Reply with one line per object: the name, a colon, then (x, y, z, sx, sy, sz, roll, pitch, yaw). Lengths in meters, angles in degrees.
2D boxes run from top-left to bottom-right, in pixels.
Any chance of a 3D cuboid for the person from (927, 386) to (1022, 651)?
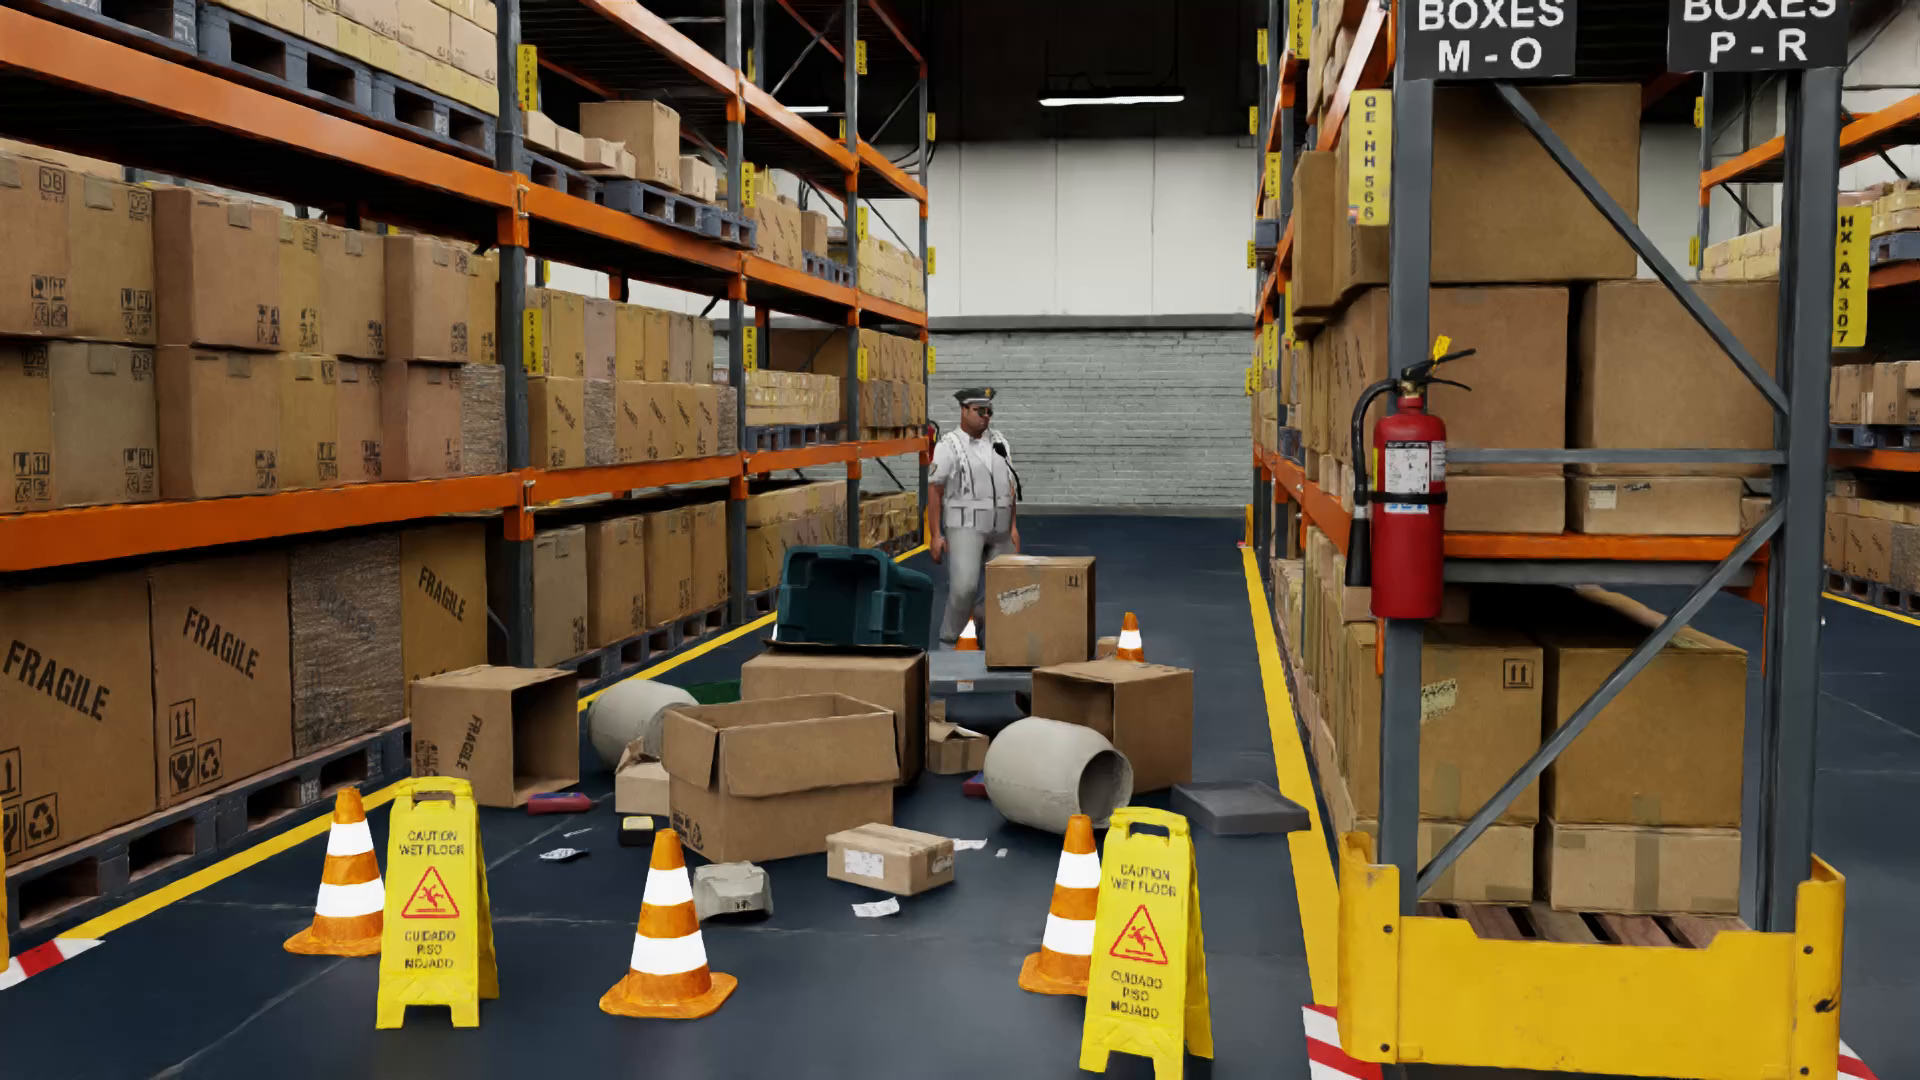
person: (0.037, -0.075, 10.112, 0.664, 1.710, 0.664, -3, 5, -34)
